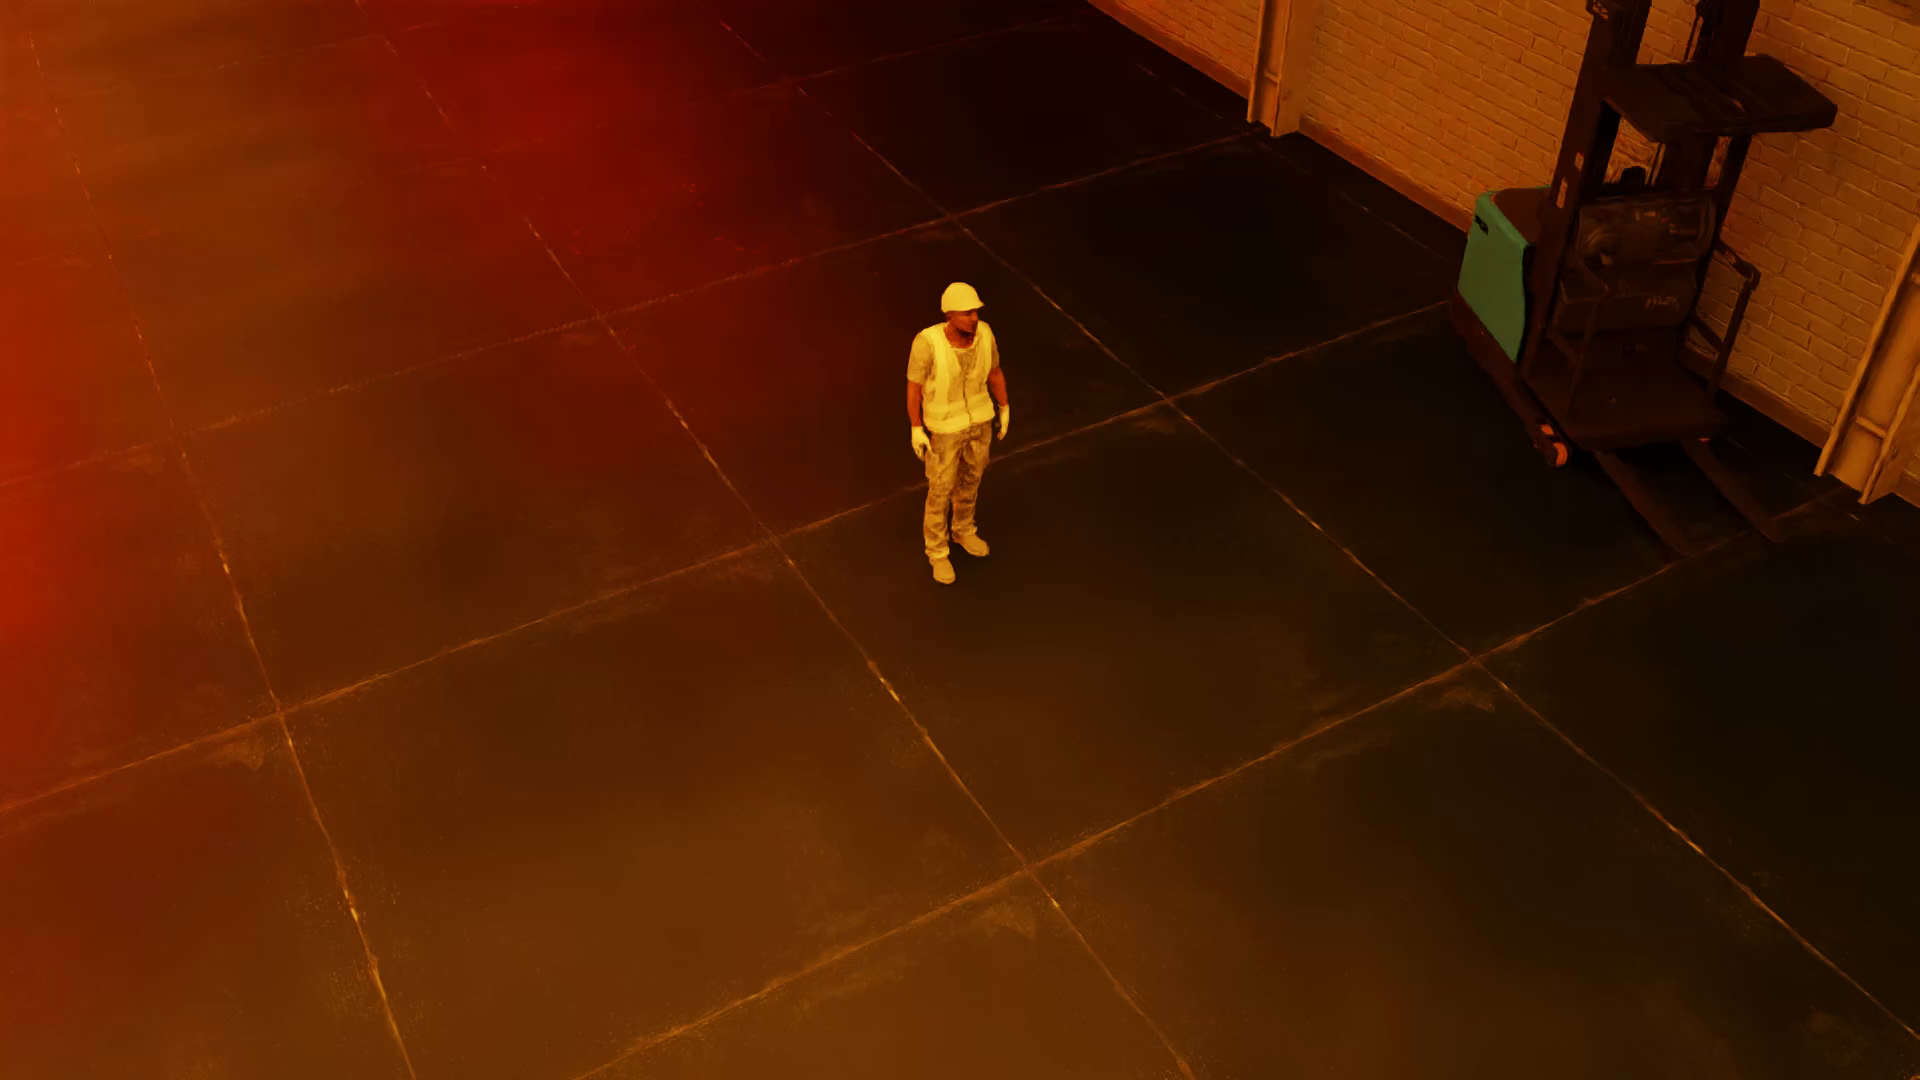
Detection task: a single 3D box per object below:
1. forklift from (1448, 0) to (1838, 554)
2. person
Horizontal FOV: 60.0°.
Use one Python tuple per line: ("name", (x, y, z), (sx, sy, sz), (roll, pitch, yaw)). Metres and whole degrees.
("forklift", (4.347, -1.864, 10.283), (1.130, 2.935, 3.031), (-7, 40, -8))
("person", (0.029, -0.649, 9.707), (0.655, 1.782, 0.576), (-20, 44, -23))
